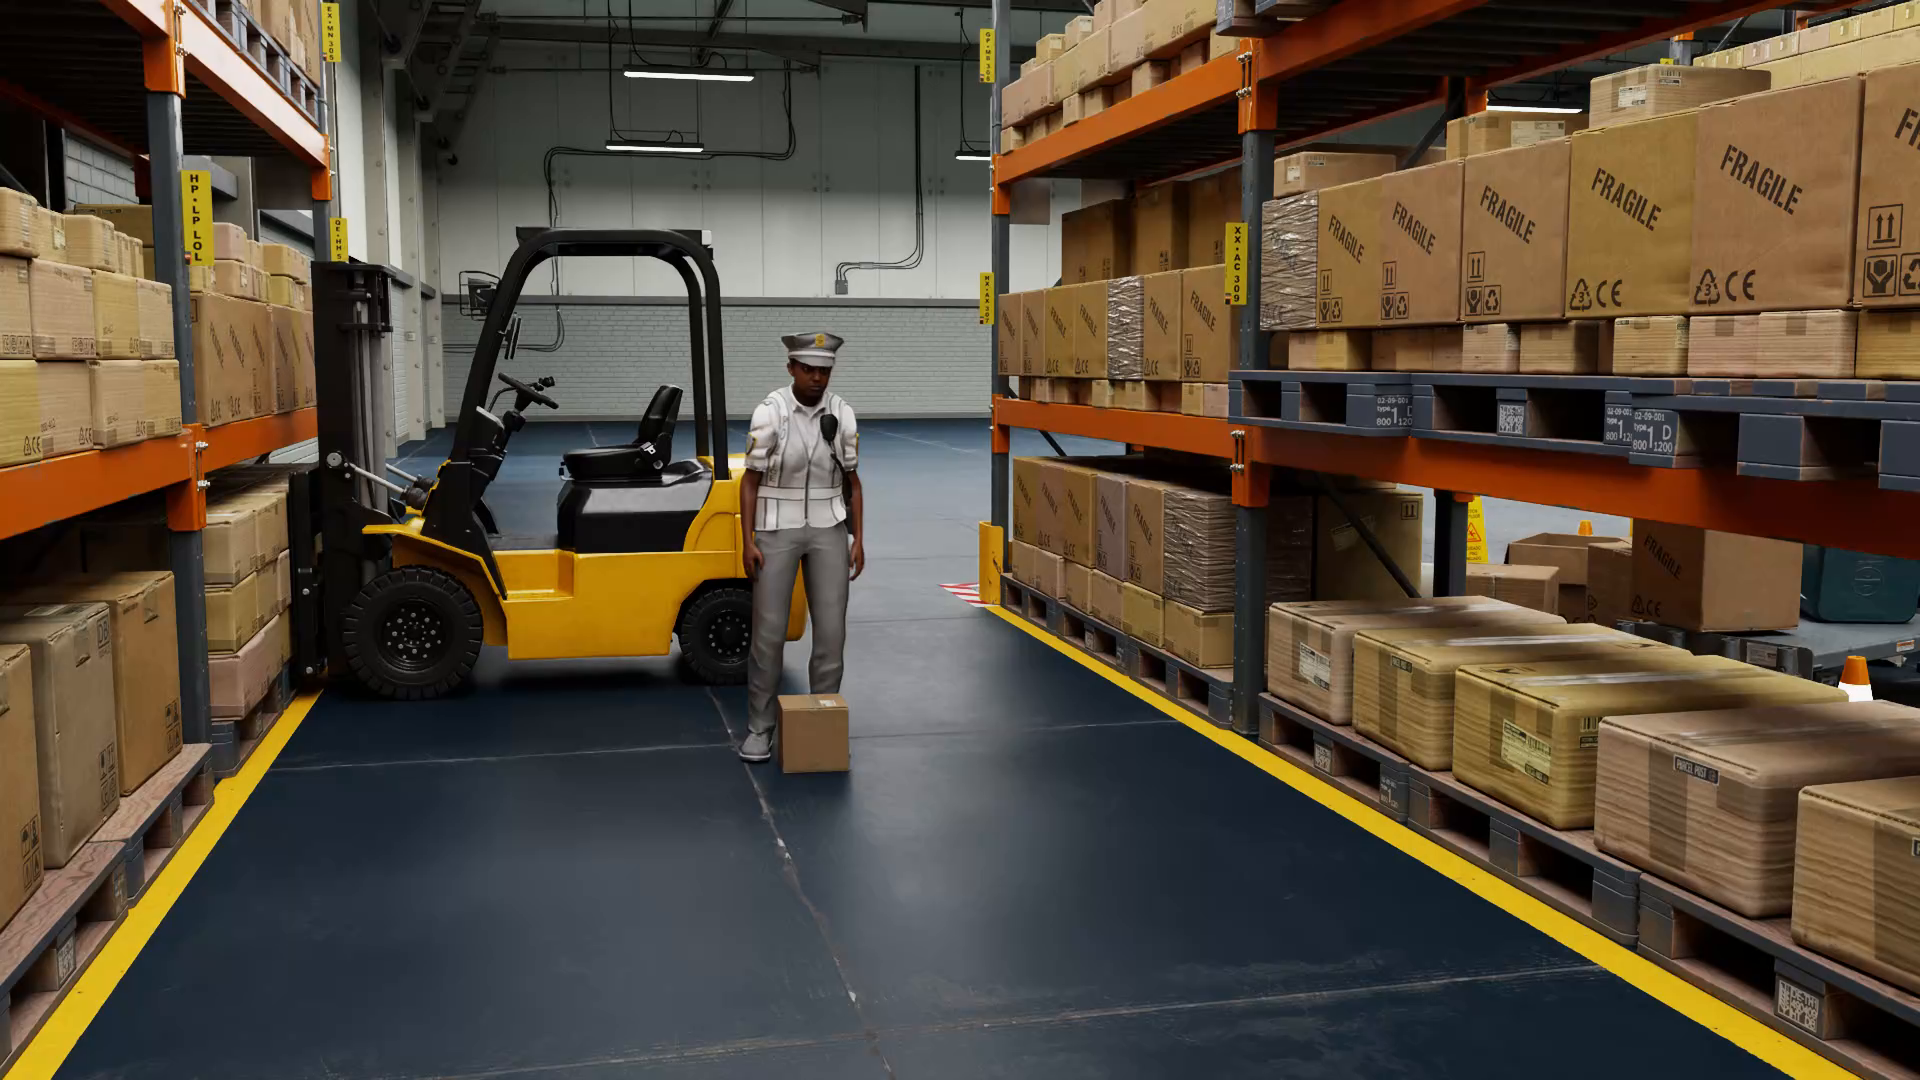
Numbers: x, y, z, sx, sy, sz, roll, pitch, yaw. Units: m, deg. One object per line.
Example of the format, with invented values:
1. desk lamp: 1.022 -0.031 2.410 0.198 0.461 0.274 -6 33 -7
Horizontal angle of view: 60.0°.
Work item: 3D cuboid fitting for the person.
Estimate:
1. person: -0.624 0.018 6.524 0.527 1.658 0.428 -2 7 -17
